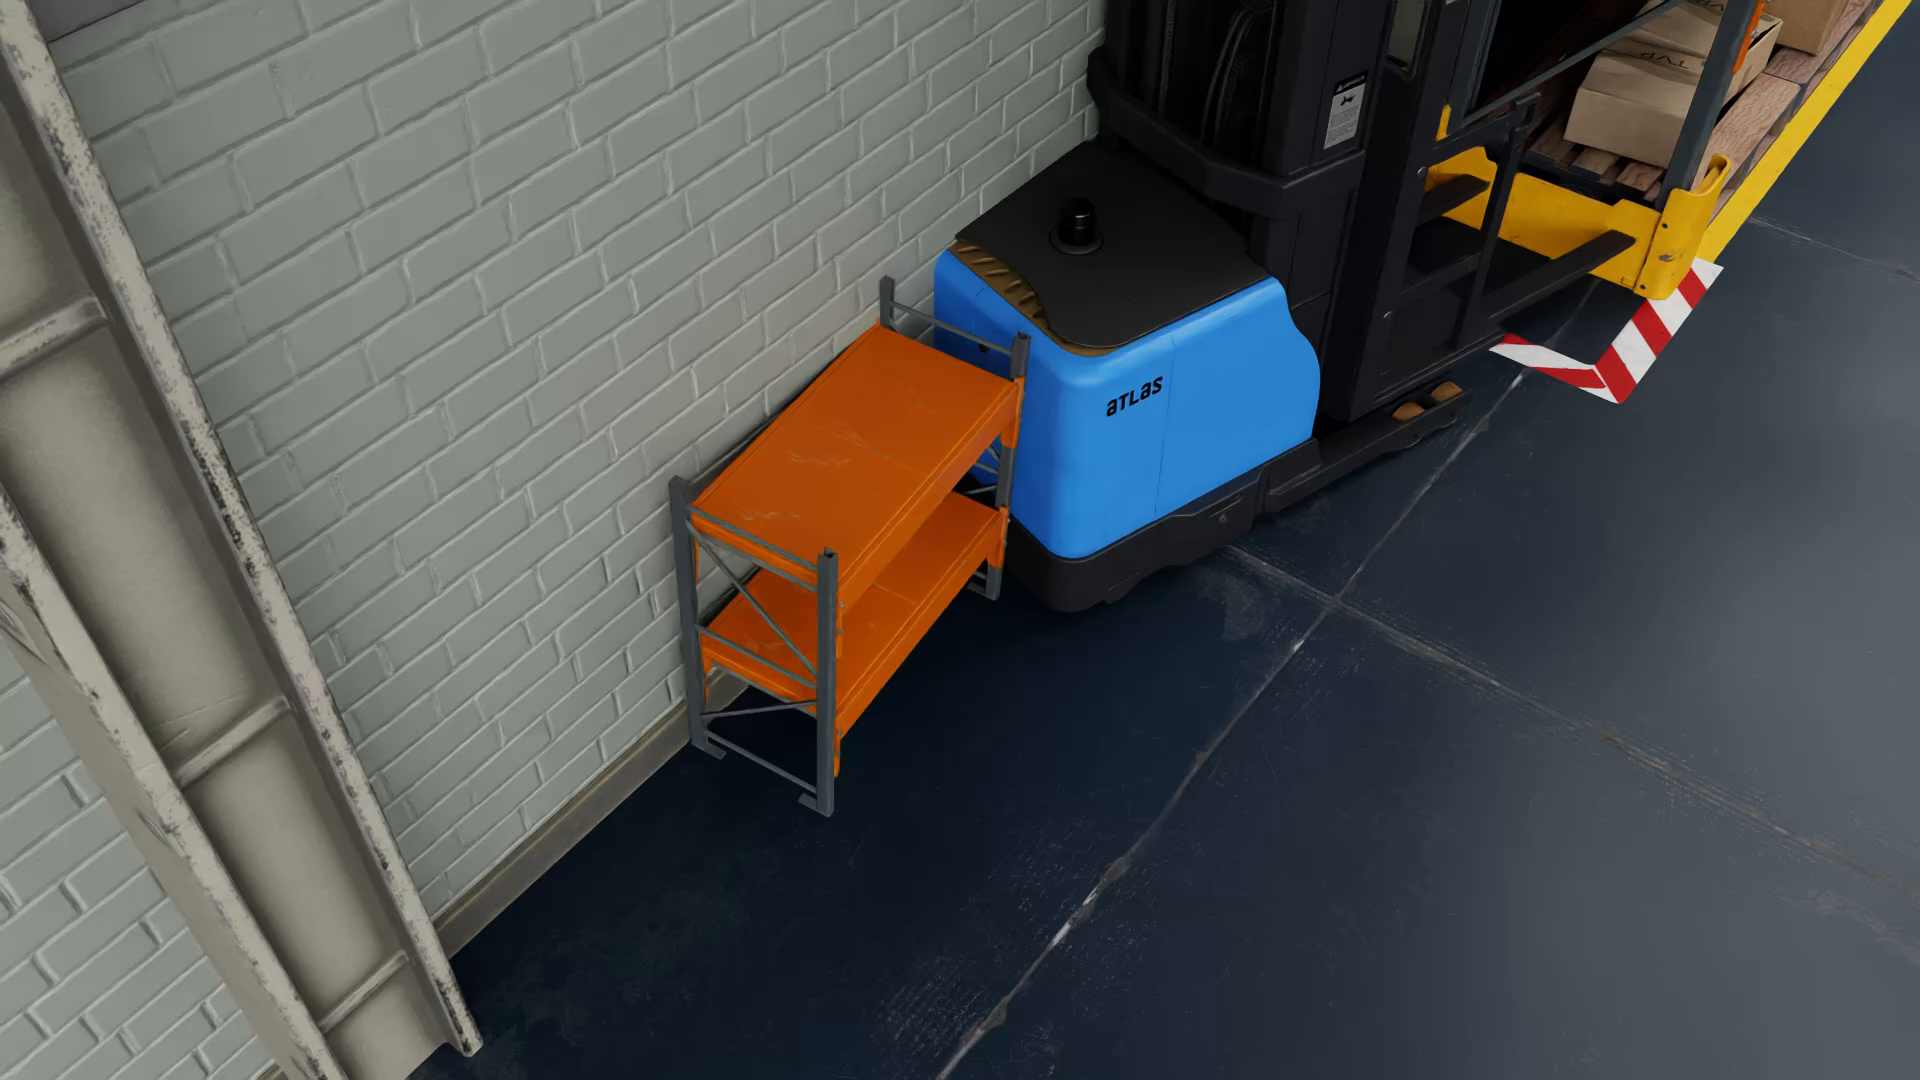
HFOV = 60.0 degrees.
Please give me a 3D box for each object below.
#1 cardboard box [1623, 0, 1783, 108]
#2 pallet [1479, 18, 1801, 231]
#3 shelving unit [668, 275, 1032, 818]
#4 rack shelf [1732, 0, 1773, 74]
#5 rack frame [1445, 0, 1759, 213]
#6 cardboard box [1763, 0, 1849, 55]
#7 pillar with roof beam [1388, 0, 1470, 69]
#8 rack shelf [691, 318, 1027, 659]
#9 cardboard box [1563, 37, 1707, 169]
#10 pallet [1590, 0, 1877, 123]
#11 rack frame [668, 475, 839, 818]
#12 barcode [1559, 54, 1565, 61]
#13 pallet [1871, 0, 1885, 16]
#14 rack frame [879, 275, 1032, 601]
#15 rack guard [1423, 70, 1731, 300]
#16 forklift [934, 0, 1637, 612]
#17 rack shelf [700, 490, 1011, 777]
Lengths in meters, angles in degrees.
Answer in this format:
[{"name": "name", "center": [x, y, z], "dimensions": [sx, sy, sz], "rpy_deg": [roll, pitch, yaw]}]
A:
[{"name": "cardboard box", "center": [3.251, -2.198, 7.330], "dimensions": [0.500, 0.311, 0.500], "rpy_deg": [34, 55, 28]}, {"name": "pallet", "center": [2.980, -1.822, 7.344], "dimensions": [1.003, 0.211, 1.213], "rpy_deg": [29, 53, 25]}, {"name": "shelving unit", "center": [-0.308, 0.020, 4.921], "dimensions": [0.538, 1.125, 1.048], "rpy_deg": [25, 49, 18]}, {"name": "rack shelf", "center": [3.631, -3.188, 7.218], "dimensions": [1.077, 0.370, 4.000], "rpy_deg": [29, 53, 25]}, {"name": "rack frame", "center": [2.409, -2.292, 5.865], "dimensions": [1.000, 3.000, 0.127], "rpy_deg": [29, 53, 25]}, {"name": "cardboard box", "center": [3.739, -2.661, 7.642], "dimensions": [0.700, 0.500, 0.500], "rpy_deg": [26, 52, 23]}, {"name": "pillar with roof beam", "center": [5.559, -3.244, 2.626], "dimensions": [9.100, 9.000, 0.400], "rpy_deg": [29, 53, 25]}, {"name": "rack shelf", "center": [-0.289, -0.181, 4.709], "dimensions": [0.538, 0.278, 1.000], "rpy_deg": [25, 49, 18]}, {"name": "cardboard box", "center": [2.903, -1.871, 7.018], "dimensions": [0.500, 0.311, 0.500], "rpy_deg": [24, 51, 21]}, {"name": "pallet", "center": [3.726, -2.517, 8.008], "dimensions": [1.003, 0.211, 1.213], "rpy_deg": [29, 53, 25]}, {"name": "rack frame", "center": [-0.561, 0.328, 4.606], "dimensions": [0.500, 1.125, 0.032], "rpy_deg": [25, 49, 18]}, {"name": "barcode", "center": [2.597, -2.062, 7.194], "dimensions": [0.001, 0.075, 0.075], "rpy_deg": [29, 53, 25]}, {"name": "pallet", "center": [4.471, -3.218, 8.678], "dimensions": [1.003, 0.211, 1.213], "rpy_deg": [29, 53, 25]}, {"name": "rack frame", "center": [-0.054, -0.289, 5.236], "dimensions": [0.500, 1.125, 0.032], "rpy_deg": [25, 49, 18]}, {"name": "rack guard", "center": [2.455, -1.472, 6.811], "dimensions": [1.175, 0.500, 0.348], "rpy_deg": [29, 53, 25]}, {"name": "forklift", "center": [1.269, -1.636, 5.286], "dimensions": [3.031, 2.935, 1.130], "rpy_deg": [-27, 52, -23]}, {"name": "rack shelf", "center": [-0.323, 0.187, 5.098], "dimensions": [0.538, 0.278, 1.000], "rpy_deg": [25, 49, 18]}]
